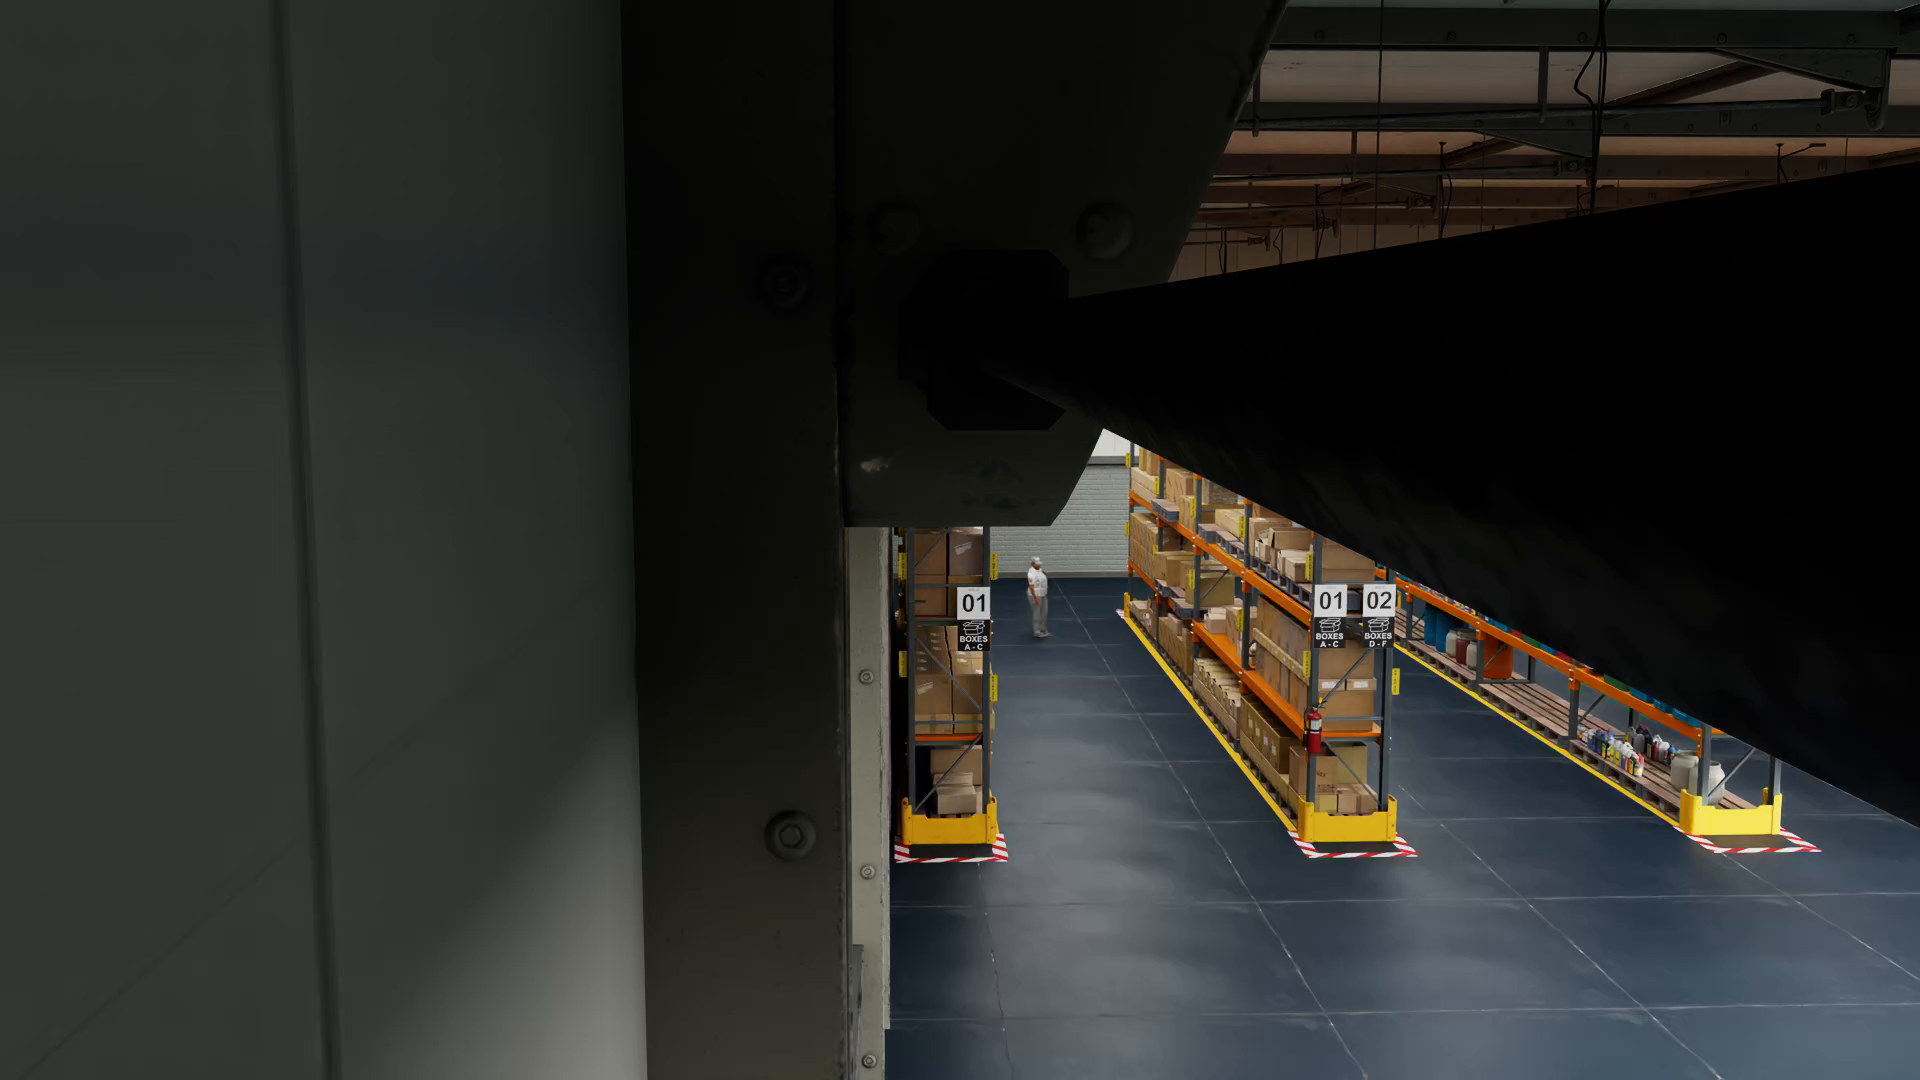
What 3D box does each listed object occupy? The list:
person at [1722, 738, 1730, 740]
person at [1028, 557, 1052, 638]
[{"bbox_3d":[11.721,2.221,25.689,0.468,1.724,0.386,7,10,44],"label":"person"},{"bbox_3d":[1.624,1.171,34.042,0.382,1.705,0.632,5,9,33],"label":"person"}]
